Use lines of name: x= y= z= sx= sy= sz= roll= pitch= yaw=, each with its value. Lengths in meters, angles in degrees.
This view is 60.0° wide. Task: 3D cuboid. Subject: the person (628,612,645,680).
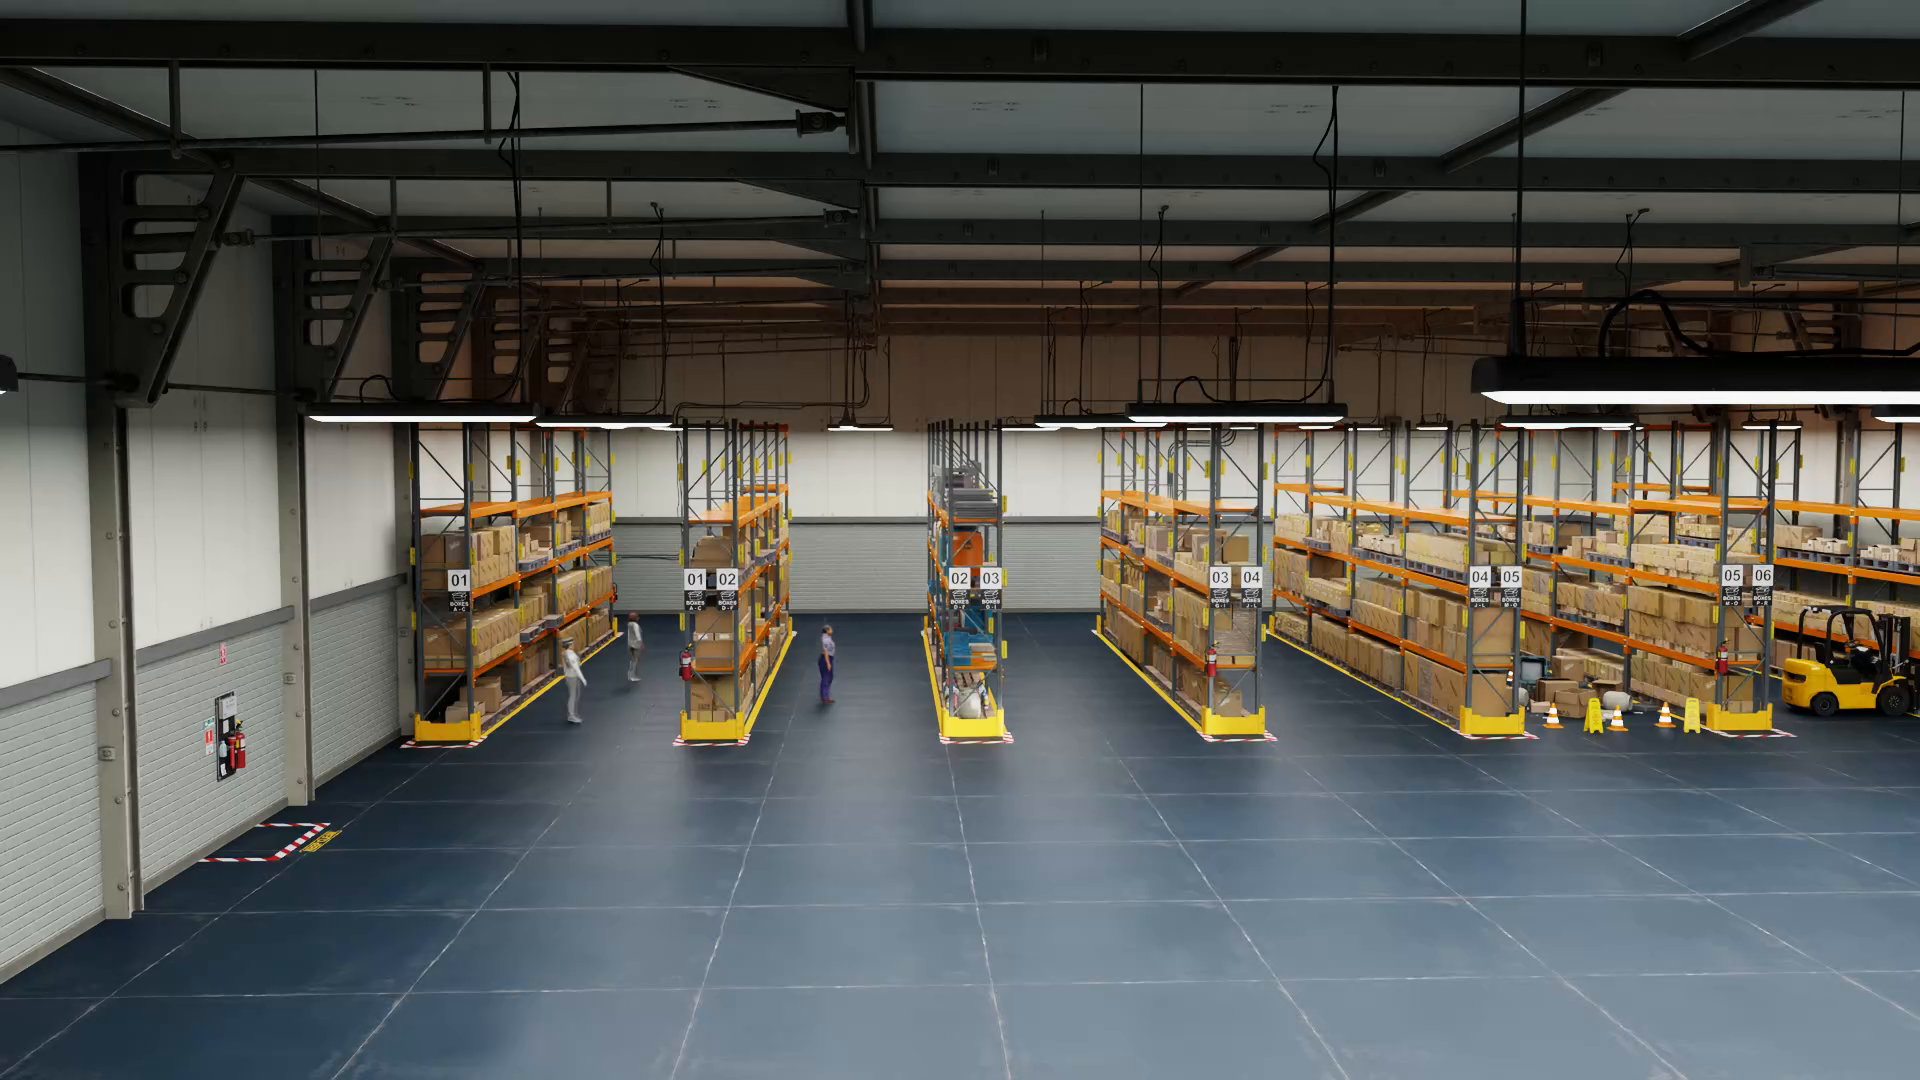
person: x=-7.477 y=2.460 z=38.410 sx=0.449 sy=1.611 sz=0.430 roll=3 pitch=5 yaw=41

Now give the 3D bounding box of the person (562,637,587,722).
person: x=-7.636 y=2.781 z=33.015 sx=0.519 sy=1.719 sz=0.486 roll=0 pitch=4 yaw=-1

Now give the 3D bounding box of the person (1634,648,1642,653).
person: x=17.575 y=2.081 z=42.935 sx=0.659 sy=1.797 sz=0.693 roll=-1 pitch=4 yaw=-21

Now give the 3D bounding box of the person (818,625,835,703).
person: x=-2.858 y=2.673 z=35.562 sx=0.367 sy=1.708 sz=0.605 roll=0 pitch=4 yaw=-3
